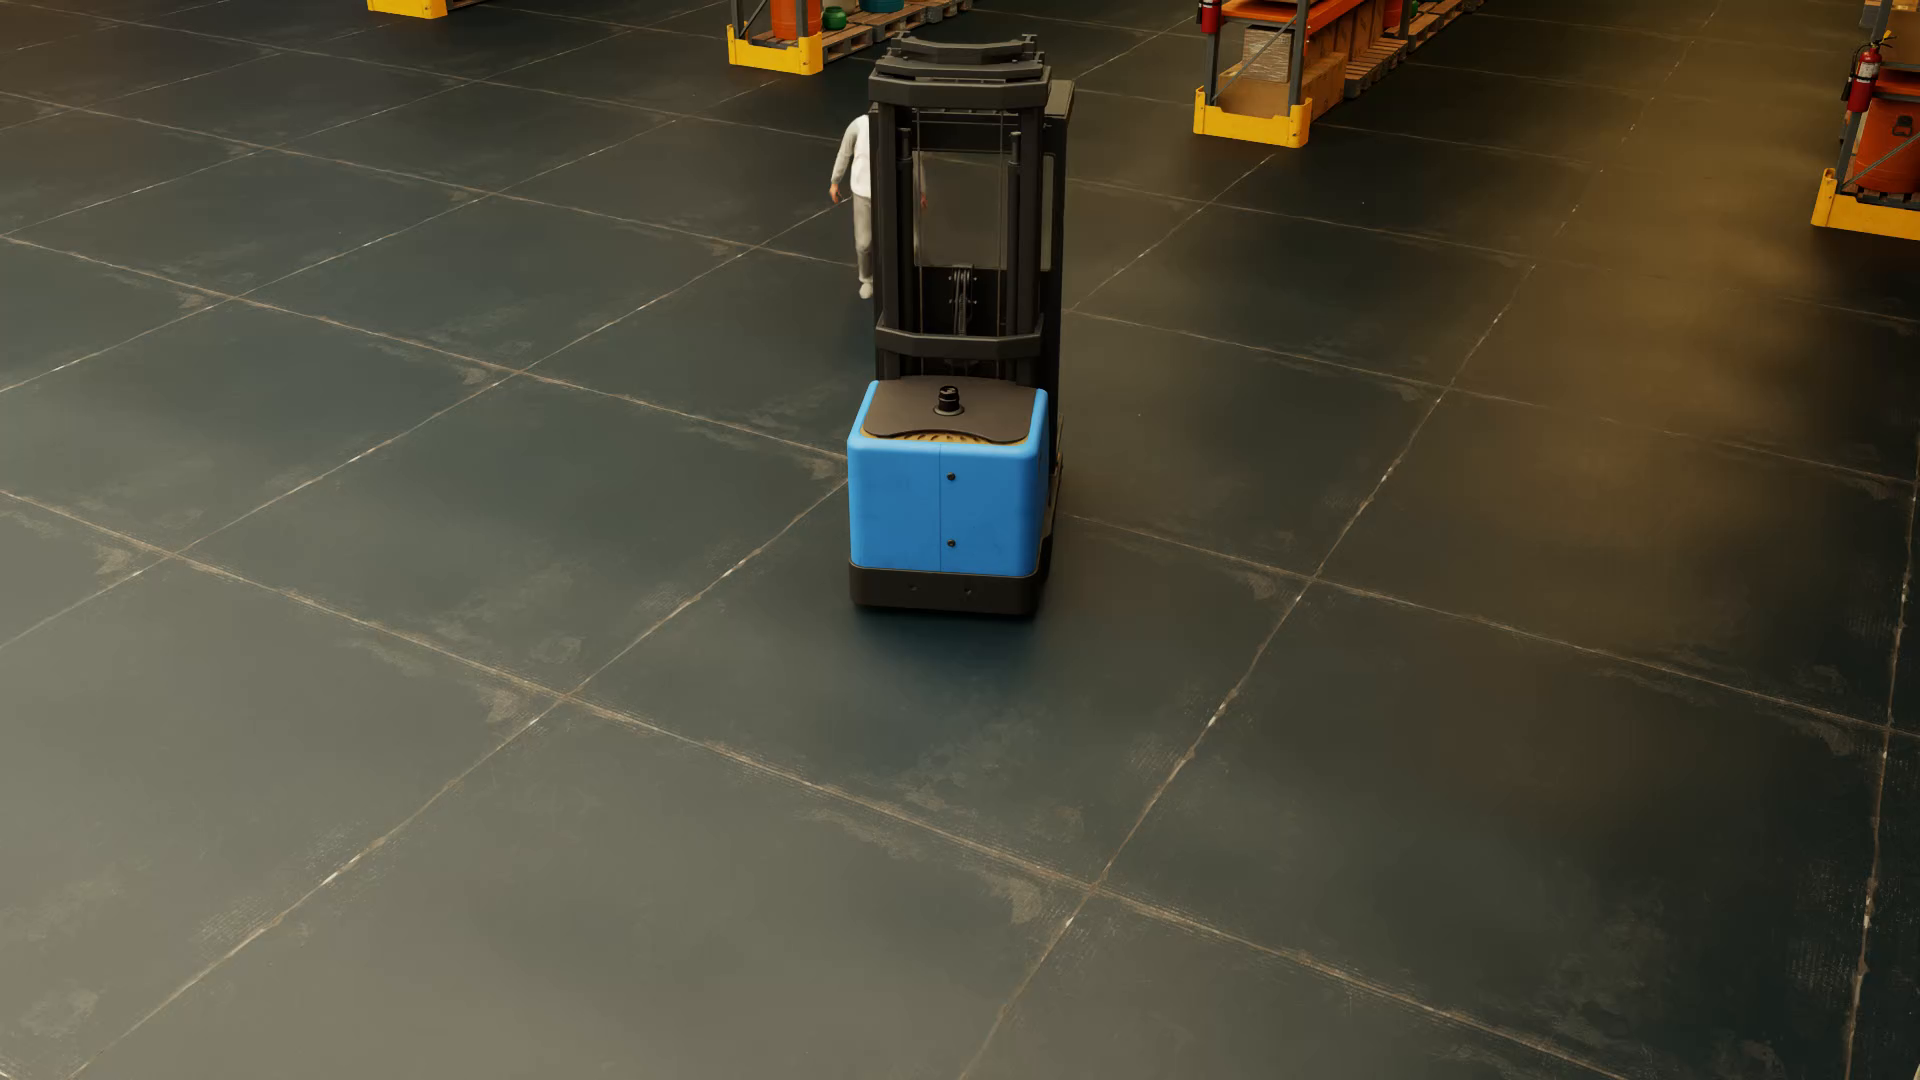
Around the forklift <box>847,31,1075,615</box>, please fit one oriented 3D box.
[{"bbox_3d":[0.072,-1.572,9.794,1.130,2.935,3.031,3,30,6],"label":"forklift"}]

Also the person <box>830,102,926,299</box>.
[{"bbox_3d":[-0.603,-2.716,12.994,0.861,1.743,0.467,2,30,3],"label":"person"}]
